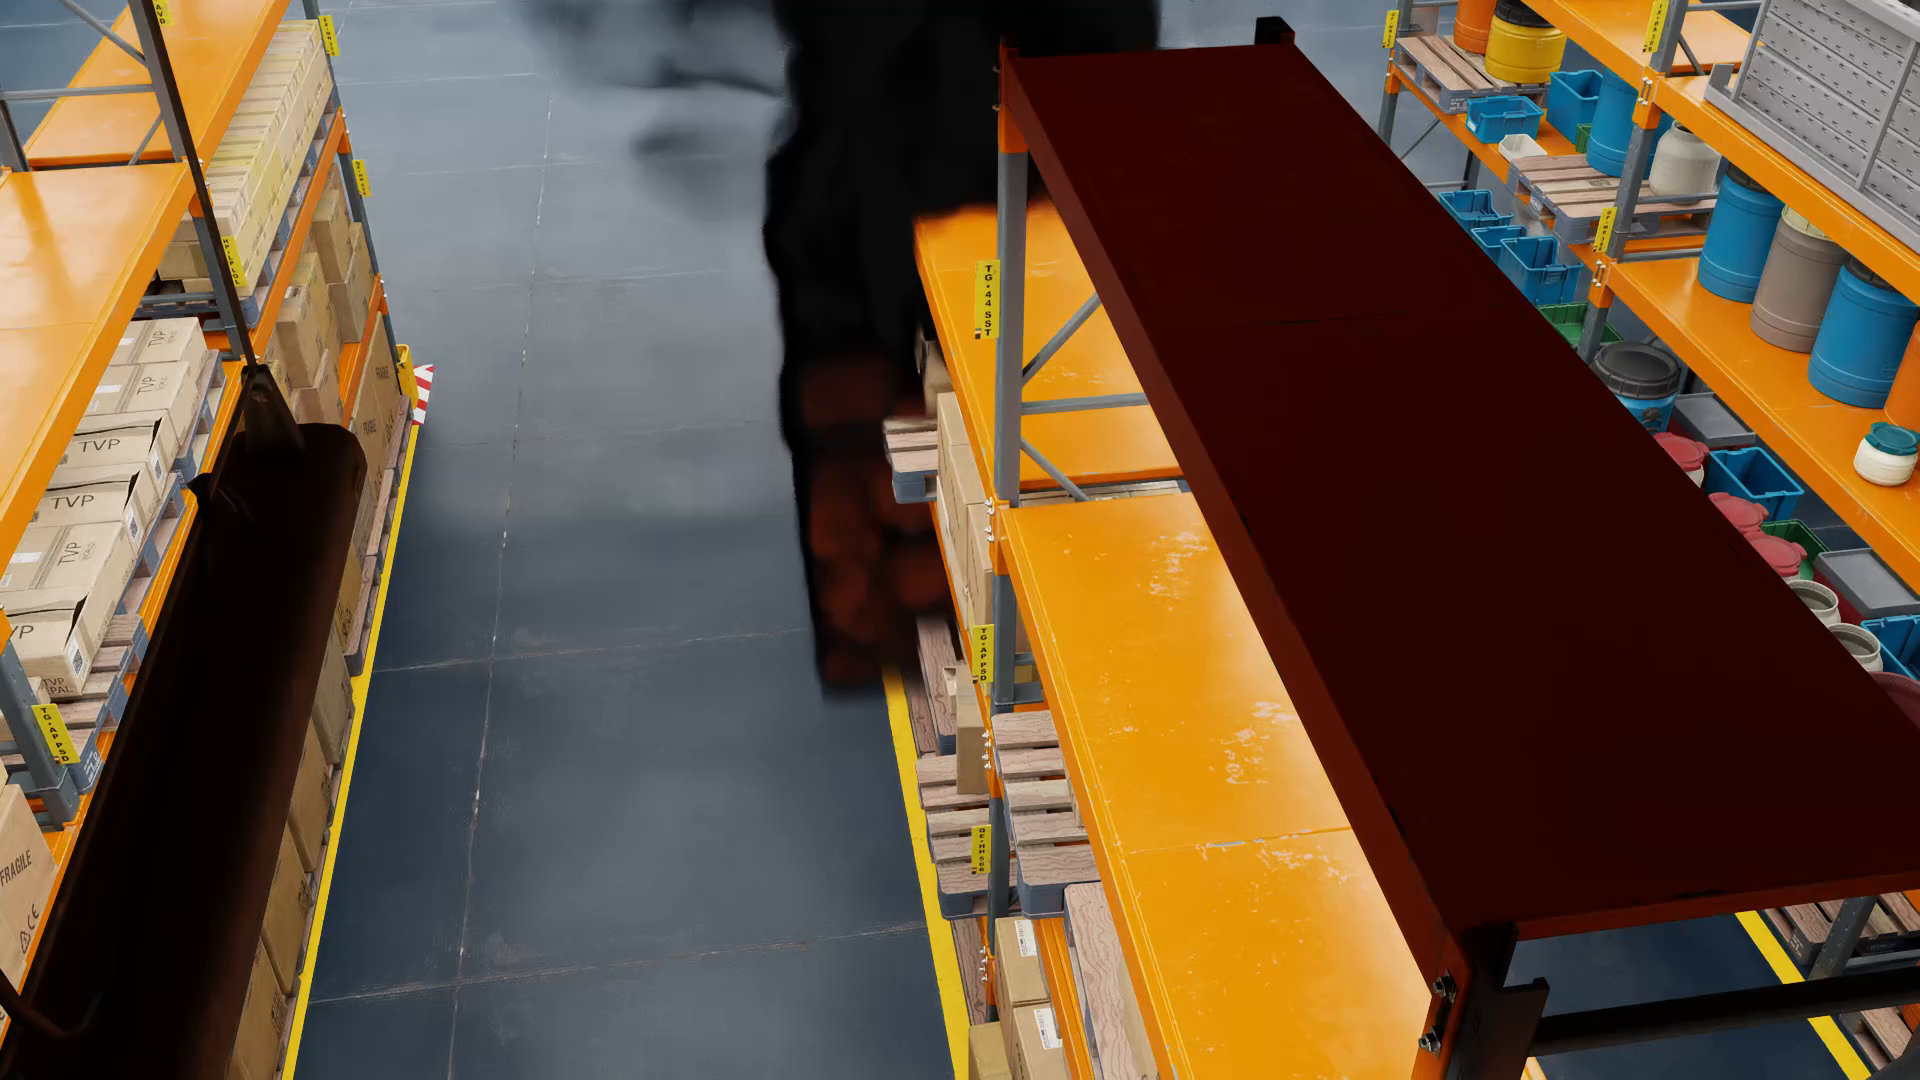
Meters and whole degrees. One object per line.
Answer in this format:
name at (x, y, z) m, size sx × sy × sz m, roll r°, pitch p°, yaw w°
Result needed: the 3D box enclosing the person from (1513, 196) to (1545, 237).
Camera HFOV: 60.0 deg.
person at (5.574, -3.438, 16.283) m, size 0.699 × 1.841 × 0.649 m, roll -20°, pitch 41°, yaw -25°
